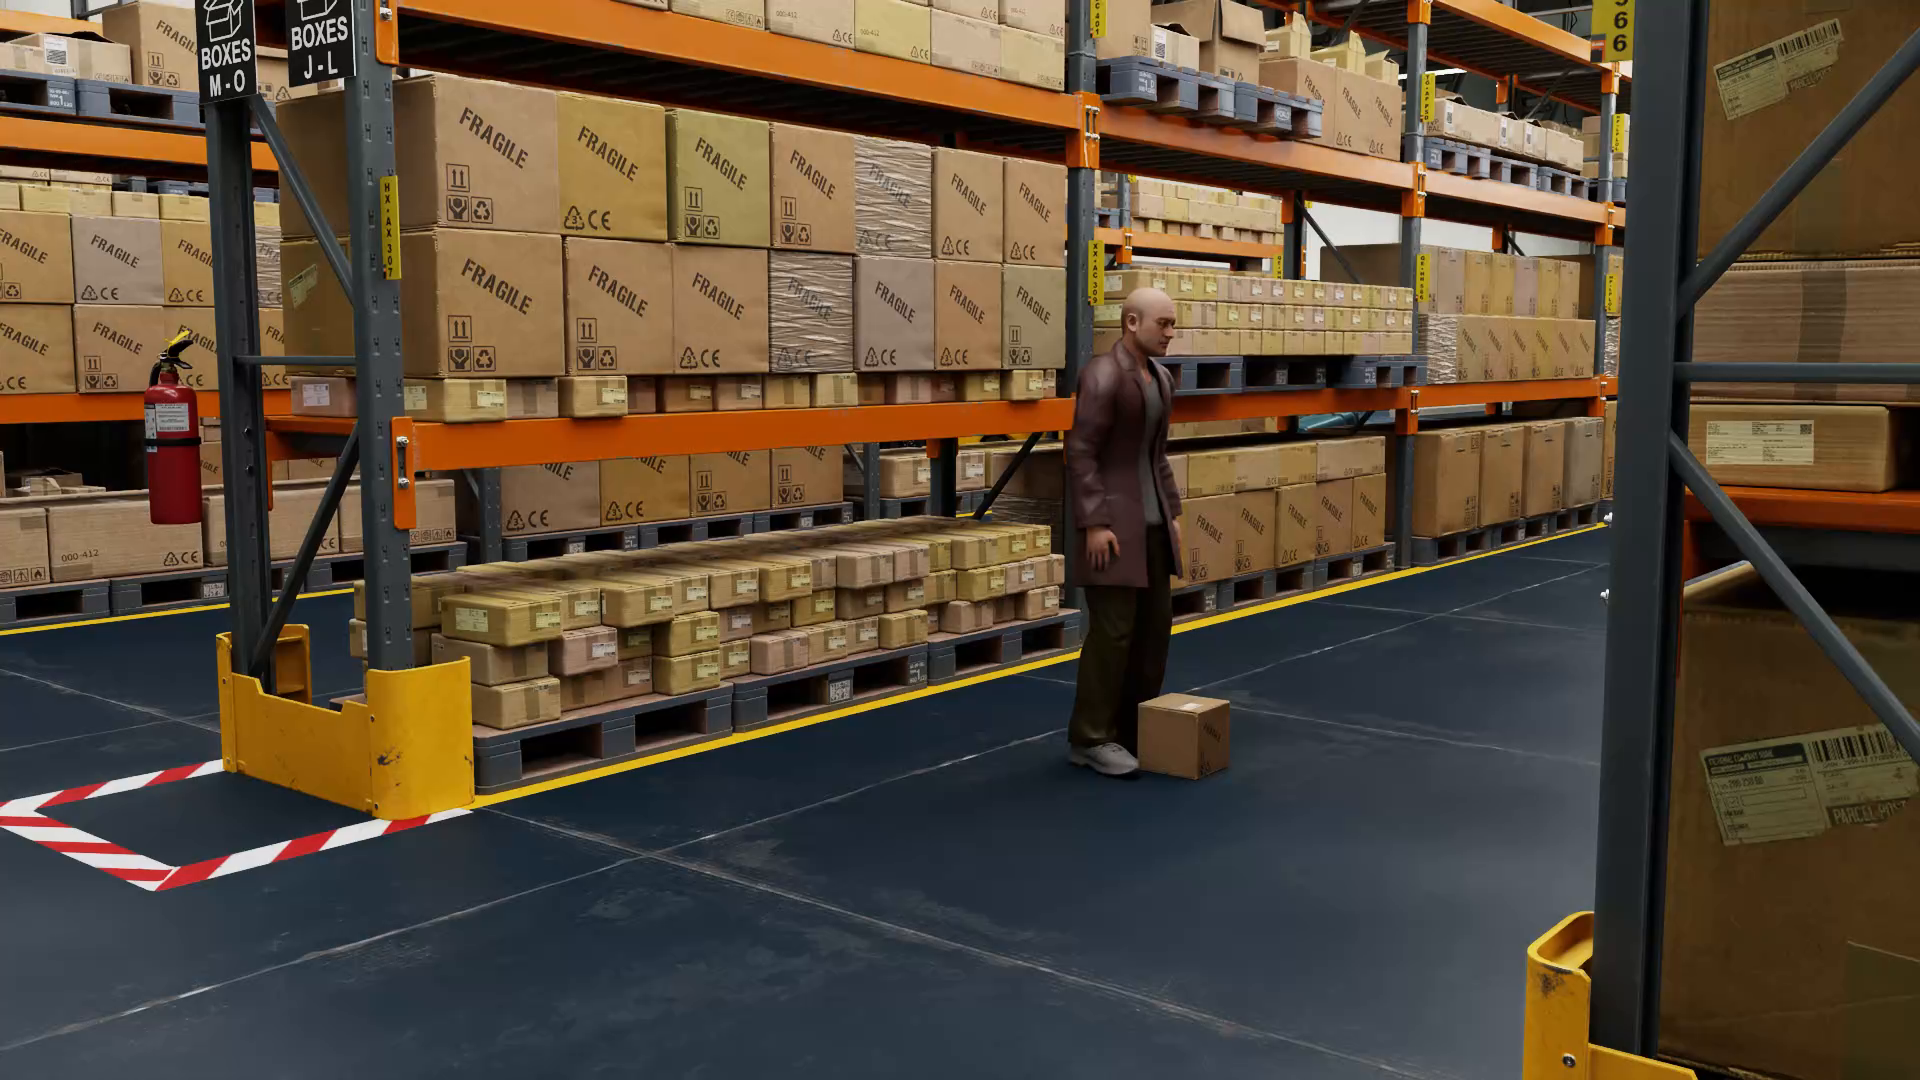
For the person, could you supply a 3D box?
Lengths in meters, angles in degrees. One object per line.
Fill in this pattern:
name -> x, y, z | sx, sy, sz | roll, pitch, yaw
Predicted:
person -> 0.635, -0.051, 6.230 | 0.418, 1.774, 0.649 | 5, 8, 38
